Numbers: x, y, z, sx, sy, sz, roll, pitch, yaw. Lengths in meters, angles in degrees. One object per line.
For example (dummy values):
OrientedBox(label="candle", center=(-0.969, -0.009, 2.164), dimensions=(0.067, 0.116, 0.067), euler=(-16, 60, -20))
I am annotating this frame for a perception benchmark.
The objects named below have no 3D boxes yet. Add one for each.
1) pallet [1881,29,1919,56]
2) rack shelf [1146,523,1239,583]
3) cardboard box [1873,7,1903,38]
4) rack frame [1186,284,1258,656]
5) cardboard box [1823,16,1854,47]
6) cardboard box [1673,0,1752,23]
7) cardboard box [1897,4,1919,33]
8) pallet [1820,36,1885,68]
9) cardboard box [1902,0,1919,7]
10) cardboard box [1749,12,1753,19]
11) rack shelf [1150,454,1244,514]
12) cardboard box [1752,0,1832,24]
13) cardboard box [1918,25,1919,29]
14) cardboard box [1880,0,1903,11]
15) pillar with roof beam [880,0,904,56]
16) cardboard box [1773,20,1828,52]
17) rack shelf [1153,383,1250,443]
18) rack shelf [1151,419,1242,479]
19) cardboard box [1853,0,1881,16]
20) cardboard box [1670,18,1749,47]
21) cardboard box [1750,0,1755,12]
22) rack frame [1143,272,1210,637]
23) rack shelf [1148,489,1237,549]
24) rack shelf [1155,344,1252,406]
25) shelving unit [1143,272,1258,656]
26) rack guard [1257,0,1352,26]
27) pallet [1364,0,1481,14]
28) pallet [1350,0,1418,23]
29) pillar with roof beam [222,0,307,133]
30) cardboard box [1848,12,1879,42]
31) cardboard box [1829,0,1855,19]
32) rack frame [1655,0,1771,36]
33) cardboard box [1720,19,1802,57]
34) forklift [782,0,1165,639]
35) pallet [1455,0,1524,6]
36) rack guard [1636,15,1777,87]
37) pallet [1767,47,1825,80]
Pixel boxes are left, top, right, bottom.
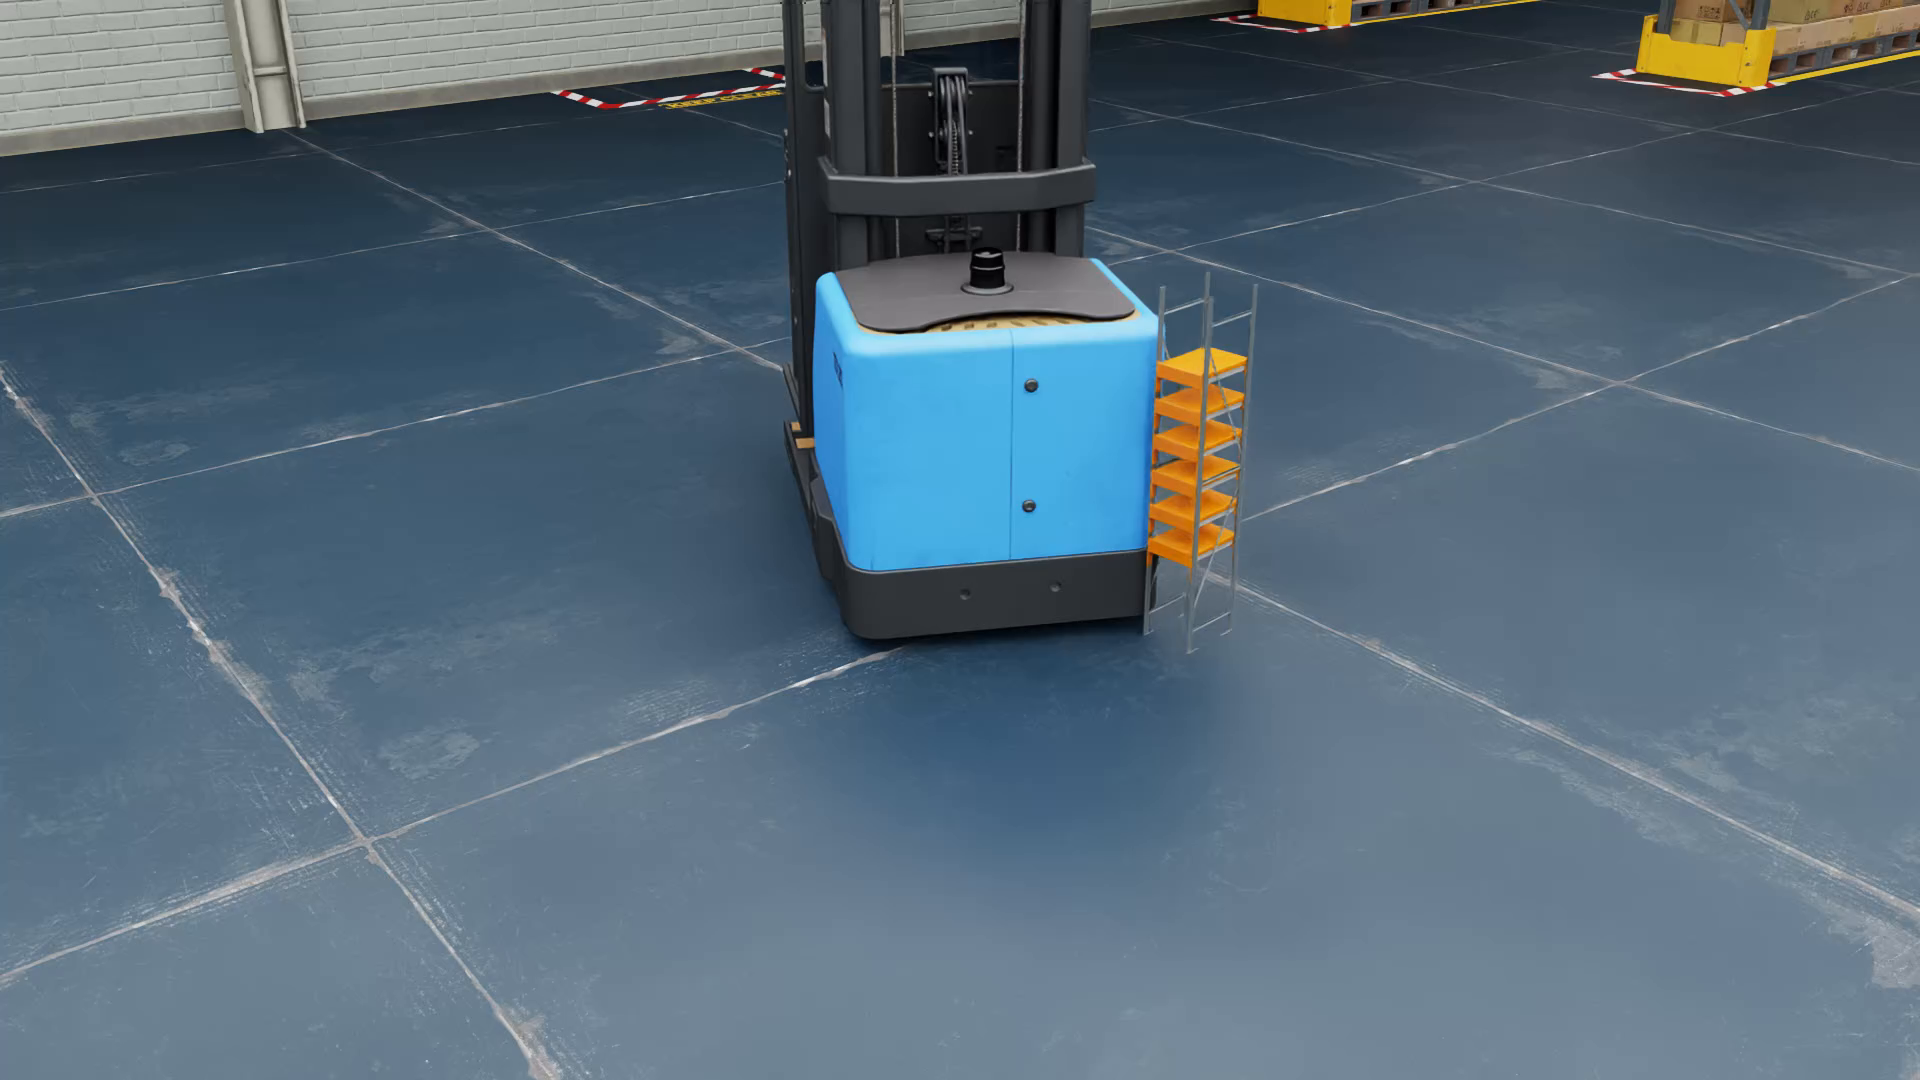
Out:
OrientedBox(label="pallet", center=(9.452, -5.288, 17.393), dimensions=(1.213, 0.211, 1.003), euler=(-18, 31, -34))
OrientedBox(label="rack shelf", center=(0.762, 0.028, 5.439), dimensions=(0.258, 0.103, 0.180), euler=(-22, 33, -39))
OrientedBox(label="cardboard box", center=(9.090, -5.234, 16.733), dimensions=(0.500, 0.250, 0.500), euler=(-18, 31, -34))
OrientedBox(label="rack frame", center=(0.825, -0.203, 5.261), dimensions=(0.240, 1.200, 0.006), euler=(-22, 33, -39))
OrientedBox(label="cardboard box", center=(8.300, -4.976, 16.176), dimensions=(0.500, 0.250, 0.500), euler=(-18, 31, -34))
OrientedBox(label="cardboard box", center=(7.195, -5.228, 15.827), dimensions=(0.500, 0.500, 0.500), euler=(-18, 31, -34))
OrientedBox(label="cardboard box", center=(9.474, -5.369, 17.023), dimensions=(0.500, 0.250, 0.500), euler=(-18, 31, -34))
OrientedBox(label="pallet", center=(8.492, -4.969, 16.706), dimensions=(1.213, 0.211, 1.003), euler=(-18, 31, -34))
OrientedBox(label="cardboard box", center=(9.473, -5.710, 16.867), dimensions=(0.500, 0.500, 0.500), euler=(-18, 31, -34))
OrientedBox(label="cardboard box", center=(7.582, -5.021, 16.272), dimensions=(0.500, 0.250, 0.500), euler=(-18, 31, -34))
OrientedBox(label="rack shelf", center=(0.761, -0.190, 5.339), dimensions=(0.258, 0.103, 0.180), euler=(-22, 33, -39))
OrientedBox(label="cardboard box", center=(7.908, -5.186, 15.737), dimensions=(0.500, 0.500, 0.500), euler=(-18, 31, -34))
OrientedBox(label="cardboard box", center=(9.874, -5.496, 17.296), dimensions=(0.500, 0.250, 0.500), euler=(-18, 31, -34))
OrientedBox(label="cardboard box", center=(9.082, -5.579, 16.584), dimensions=(0.500, 0.500, 0.500), euler=(-18, 31, -34))
OrientedBox(label="pillar with roof beam", center=(1.849, -7.551, 11.831), dimensions=(0.400, 9.000, 9.100), euler=(-18, 31, -34))
OrientedBox(label="cardboard box", center=(7.907, -4.846, 15.896), dimensions=(0.500, 0.250, 0.500), euler=(-18, 31, -34))
OrientedBox(label="rack shelf", center=(0.760, -0.408, 5.238), dimensions=(0.258, 0.103, 0.180), euler=(-22, 33, -39))
OrientedBox(label="rack shelf", center=(0.761, -0.299, 5.288), dimensions=(0.258, 0.103, 0.180), euler=(-22, 33, -39))
OrientedBox(label="cardboard box", center=(8.698, -5.444, 16.294), dimensions=(0.500, 0.500, 0.500), euler=(-18, 31, -34))
OrientedBox(label="cardboard box", center=(7.196, -4.887, 15.984), dimensions=(0.500, 0.250, 0.500), euler=(-18, 31, -34))
OrientedBox(label="cardboard box", center=(7.973, -5.492, 16.398), dimensions=(0.500, 0.500, 0.500), euler=(-18, 31, -34))
OrientedBox(label="rack frame", center=(0.697, -0.258, 5.379), dimensions=(0.240, 1.200, 0.006), euler=(-22, 33, -39))
OrientedBox(label="rack shelf", center=(0.761, -0.081, 5.389), dimensions=(0.258, 0.103, 0.180), euler=(-22, 33, -39))
OrientedBox(label="rack shelf", center=(0.760, -0.517, 5.188), dimensions=(0.258, 0.103, 0.180), euler=(-22, 33, -39))
OrientedBox(label="shelving unit", center=(0.761, -0.230, 5.320), dimensions=(0.258, 1.200, 0.189), euler=(-22, 33, -39))
OrientedBox(label="rack guard", center=(3.956, -6.232, 19.085), dimensions=(0.348, 0.500, 1.175), euler=(-18, 31, -34))
OrientedBox(label="pallet", center=(5.577, -6.616, 20.254), dimensions=(1.213, 0.211, 1.003), euler=(-18, 31, -34))
OrientedBox(label="pallet", center=(4.618, -6.301, 19.575), dimensions=(1.213, 0.211, 1.003), euler=(-18, 31, -34))
OrientedBox(label="pillar with roof beam", center=(-2.873, -5.993, 8.473), dimensions=(0.400, 9.000, 9.100), euler=(-18, 31, -34))
OrientedBox(label="cardboard box", center=(8.697, -5.104, 16.452), dimensions=(0.500, 0.250, 0.500), euler=(-18, 31, -34))
OrientedBox(label="cardboard box", center=(8.293, -5.320, 16.026), dimensions=(0.500, 0.500, 0.500), euler=(-18, 31, -34))
OrientedBox(label="rack frame", center=(6.956, -5.706, 14.982), dimensions=(0.127, 3.000, 1.000), euler=(-18, 31, -34))
OrientedBox(label="cardboard box", center=(7.516, -4.715, 15.614), dimensions=(0.500, 0.250, 0.500), euler=(-18, 31, -34))
OrientedBox(label="forklift", center=(-0.126, -1.602, 6.219), dimensions=(1.130, 2.935, 3.031), euler=(-5, 25, -10))
OrientedBox(label="pallet", center=(6.538, -6.934, 20.941), dimensions=(1.213, 0.211, 1.003), euler=(-18, 31, -34))
OrientedBox(label="rack guard", center=(6.937, -4.566, 15.495), dimensions=(0.348, 0.500, 1.175), euler=(-18, 31, -34))
OrientedBox(label="pallet", center=(7.532, -4.654, 16.027), dimensions=(1.213, 0.211, 1.003), euler=(-18, 31, -34))
